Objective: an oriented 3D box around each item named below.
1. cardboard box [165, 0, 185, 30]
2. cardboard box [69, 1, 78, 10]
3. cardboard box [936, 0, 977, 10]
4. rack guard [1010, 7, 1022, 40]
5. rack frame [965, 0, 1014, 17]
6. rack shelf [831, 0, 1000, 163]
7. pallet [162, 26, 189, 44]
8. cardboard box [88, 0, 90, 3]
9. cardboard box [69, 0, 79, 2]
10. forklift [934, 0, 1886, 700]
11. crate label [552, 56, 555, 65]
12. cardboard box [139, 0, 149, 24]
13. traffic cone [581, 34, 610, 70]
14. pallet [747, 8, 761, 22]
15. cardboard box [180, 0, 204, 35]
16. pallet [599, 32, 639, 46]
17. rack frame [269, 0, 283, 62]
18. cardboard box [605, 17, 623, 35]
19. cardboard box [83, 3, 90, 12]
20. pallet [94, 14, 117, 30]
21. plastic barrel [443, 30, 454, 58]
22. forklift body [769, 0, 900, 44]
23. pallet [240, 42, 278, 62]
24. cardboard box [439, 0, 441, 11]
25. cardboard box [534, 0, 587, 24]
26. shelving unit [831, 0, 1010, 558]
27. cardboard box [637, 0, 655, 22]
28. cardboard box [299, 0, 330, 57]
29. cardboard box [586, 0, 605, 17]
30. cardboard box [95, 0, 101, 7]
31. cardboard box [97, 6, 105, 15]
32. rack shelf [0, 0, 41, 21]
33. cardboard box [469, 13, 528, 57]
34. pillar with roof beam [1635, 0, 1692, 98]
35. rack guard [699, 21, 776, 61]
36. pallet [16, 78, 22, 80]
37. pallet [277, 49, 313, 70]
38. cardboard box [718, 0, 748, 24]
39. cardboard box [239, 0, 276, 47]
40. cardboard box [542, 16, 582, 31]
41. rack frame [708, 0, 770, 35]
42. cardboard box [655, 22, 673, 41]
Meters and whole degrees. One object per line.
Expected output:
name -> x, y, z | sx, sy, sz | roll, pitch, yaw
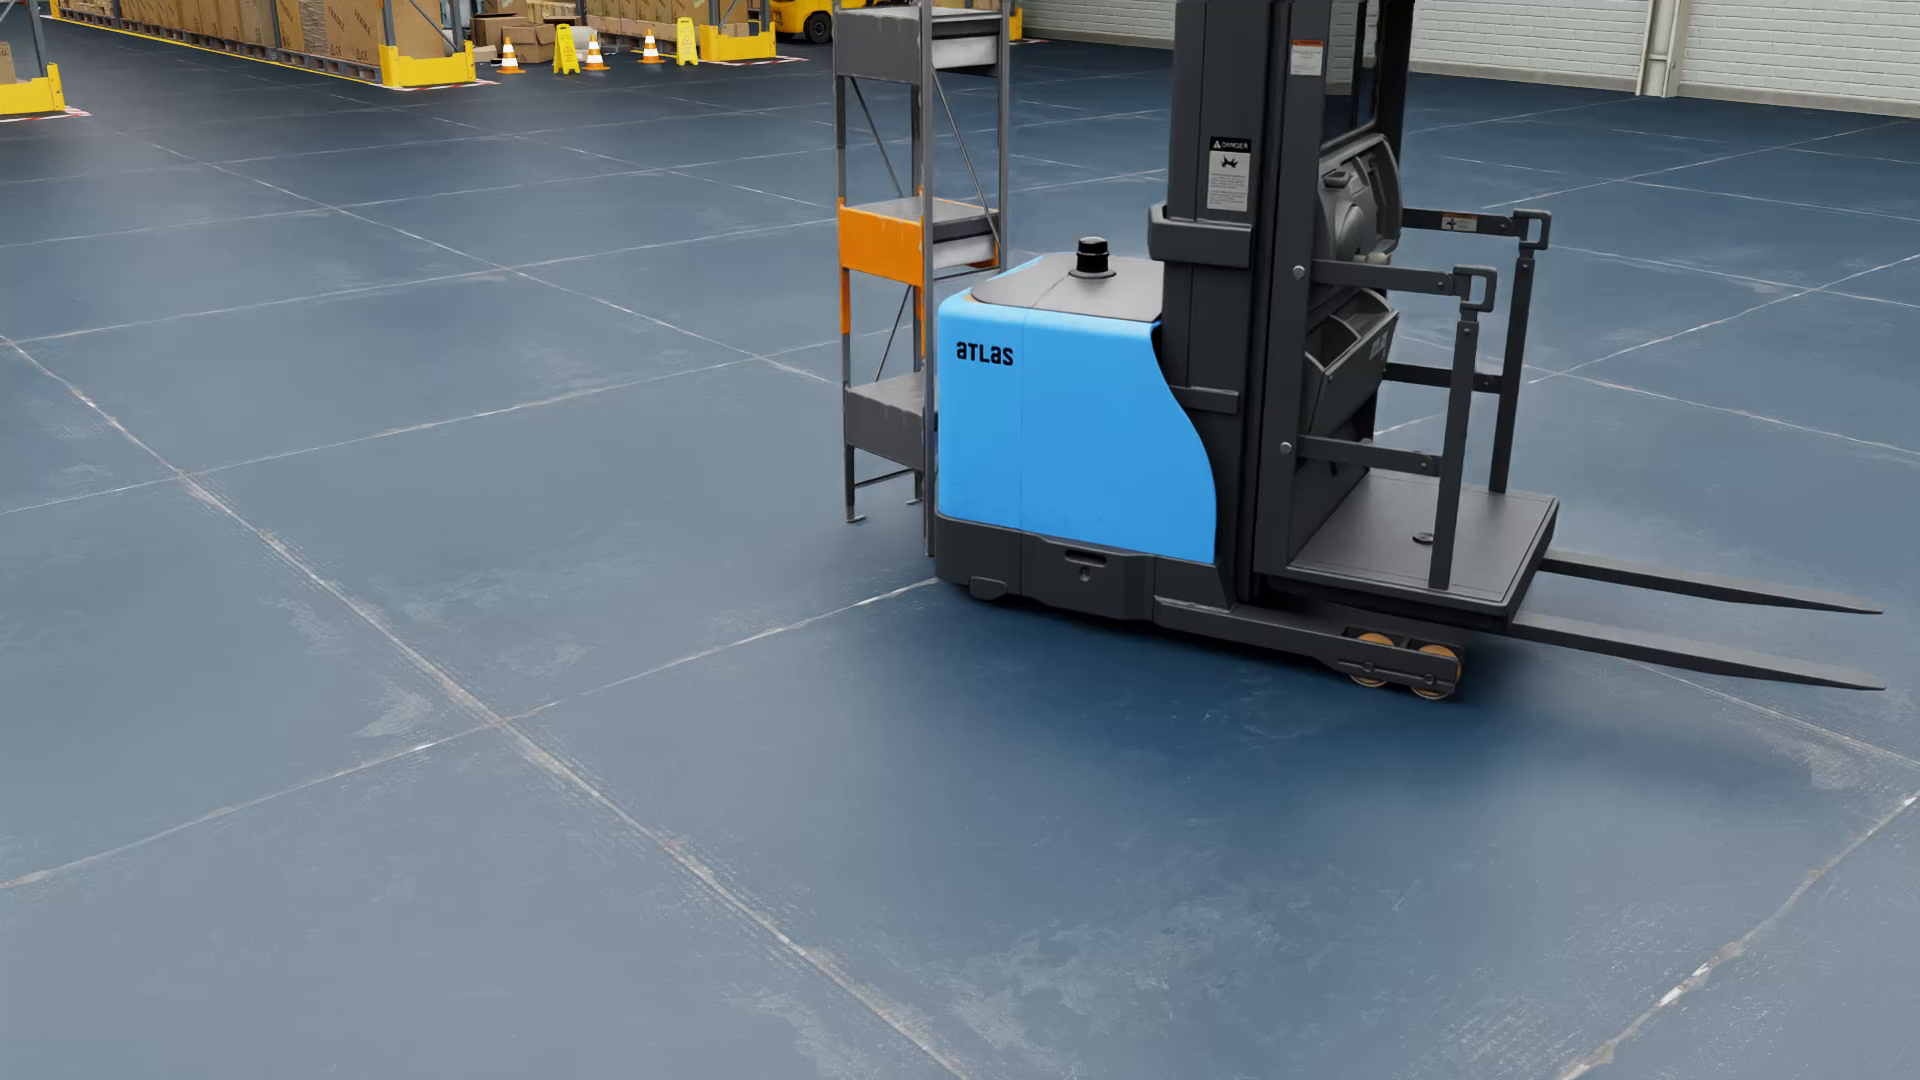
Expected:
cardboard box -> -12.793, -8.743, 27.545 | 0.500, 0.500, 0.500 | -18, 27, -38
cardboard box -> -16.804, -10.233, 31.830 | 0.380, 0.149, 0.250 | -17, 27, -37
cardboard box -> -0.056, -8.978, 27.803 | 0.500, 0.250, 0.500 | -18, 28, -38
rack guard -> 0.514, -8.600, 27.755 | 1.175, 0.500, 0.348 | -17, 27, -37
rack frame -> 0.499, -9.770, 27.316 | 1.000, 3.000, 0.127 | -17, 27, -37
rack shelf -> -0.141, -1.667, 5.978 | 0.431, 0.518, 0.480 | -18, 28, -39
pallet -> -12.674, -8.510, 27.921 | 1.003, 0.211, 1.213 | -17, 27, -37
cardboard box -> -16.169, -10.177, 31.281 | 0.380, 0.149, 0.250 | -16, 26, -35
cardboard box -> -16.792, -10.370, 31.773 | 0.380, 0.149, 0.250 | -16, 27, -36
forklift -> 1.460, -1.086, 5.239 | 3.031, 2.935, 1.130 | 10, 24, 25
crate label -> -5.697, -6.911, 23.940 | 0.298, 0.136, 0.250 | 7, 23, 18
cardboard box -> -13.796, -9.174, 28.645 | 0.500, 0.500, 0.500 | -17, 27, -37
traffic cone -> -5.136, -6.860, 23.364 | 0.336, 0.463, 0.334 | -17, 27, -37
pallet -> -3.424, -10.109, 32.003 | 1.003, 0.211, 1.213 | -17, 27, -37
cardboard box -> -11.836, -8.550, 26.709 | 1.050, 0.750, 0.750 | -18, 28, -38
pallet -> -5.405, -8.217, 27.175 | 1.003, 0.211, 1.213 | -17, 27, -37
rack frame -> -9.554, -8.487, 24.038 | 1.000, 3.000, 0.127 | -17, 27, -37
cardboard box -> -5.333, -8.236, 26.593 | 0.500, 0.250, 0.500 | -16, 26, -34
cardboard box -> -16.268, -10.025, 31.299 | 0.380, 0.149, 0.250 | -17, 27, -37
pallet -> -15.242, -9.576, 30.642 | 1.003, 0.211, 1.213 | -17, 27, -37
plastic barrel -> -7.652, -7.339, 24.640 | 0.512, 0.421, 0.421 | 0, 21, -1
forklift body -> -2.121, -9.465, 27.700 | 2.313, 2.155, 1.214 | -17, 27, -37
pallet -> -10.115, -7.383, 25.045 | 1.003, 0.211, 1.213 | -17, 27, -37
cardboard box -> -9.448, -10.462, 31.420 | 0.875, 0.875, 0.875 | -17, 27, -37
cardboard box -> -6.687, -9.007, 28.394 | 0.950, 0.372, 0.625 | -15, 26, -34
shelving unit -> -0.141, -1.028, 6.228 | 0.431, 2.100, 0.503 | -18, 28, -39
cardboard box -> -4.647, -8.296, 25.718 | 0.500, 0.500, 0.500 | -18, 28, -39
cardboard box -> -8.606, -7.254, 23.230 | 0.875, 0.875, 0.875 | -17, 27, -37
cardboard box -> -5.690, -8.730, 26.826 | 0.500, 0.500, 0.500 | -16, 26, -35
cardboard box -> -15.597, -9.856, 30.461 | 0.380, 0.149, 0.250 | -19, 28, -39
cardboard box -> -15.618, -9.741, 30.576 | 0.380, 0.149, 0.250 | -19, 28, -39
rack shelf -> -12.072, -6.446, 19.815 | 1.077, 0.370, 4.000 | -17, 27, -37
cardboard box -> -6.941, -7.628, 25.082 | 0.797, 0.637, 0.503 | -17, 27, -37
pillar with roof beam -> 5.298, -8.630, 16.180 | 9.100, 9.000, 0.400 | -17, 27, -37
rack guard -> -3.309, -7.445, 24.806 | 1.175, 0.500, 0.348 | -17, 27, -37
pallet -> -12.112, -5.521, 20.290 | 1.003, 0.211, 1.213 | -17, 27, -37
pallet -> -9.117, -6.959, 23.963 | 1.003, 0.211, 1.213 | -17, 27, -37
cardboard box -> -3.592, -8.147, 25.338 | 0.500, 0.500, 0.500 | -19, 28, -39
cardboard box -> -10.028, -7.785, 24.755 | 1.050, 0.750, 0.750 | -18, 27, -38
cardboard box -> -6.202, -7.910, 25.991 | 0.500, 0.500, 0.500 | 0, 21, -1
rack frame -> -3.259, -8.588, 24.297 | 1.000, 3.000, 0.127 | -17, 27, -37
cardboard box -> -4.323, -7.807, 25.498 | 0.500, 0.250, 0.500 | -17, 27, -37
